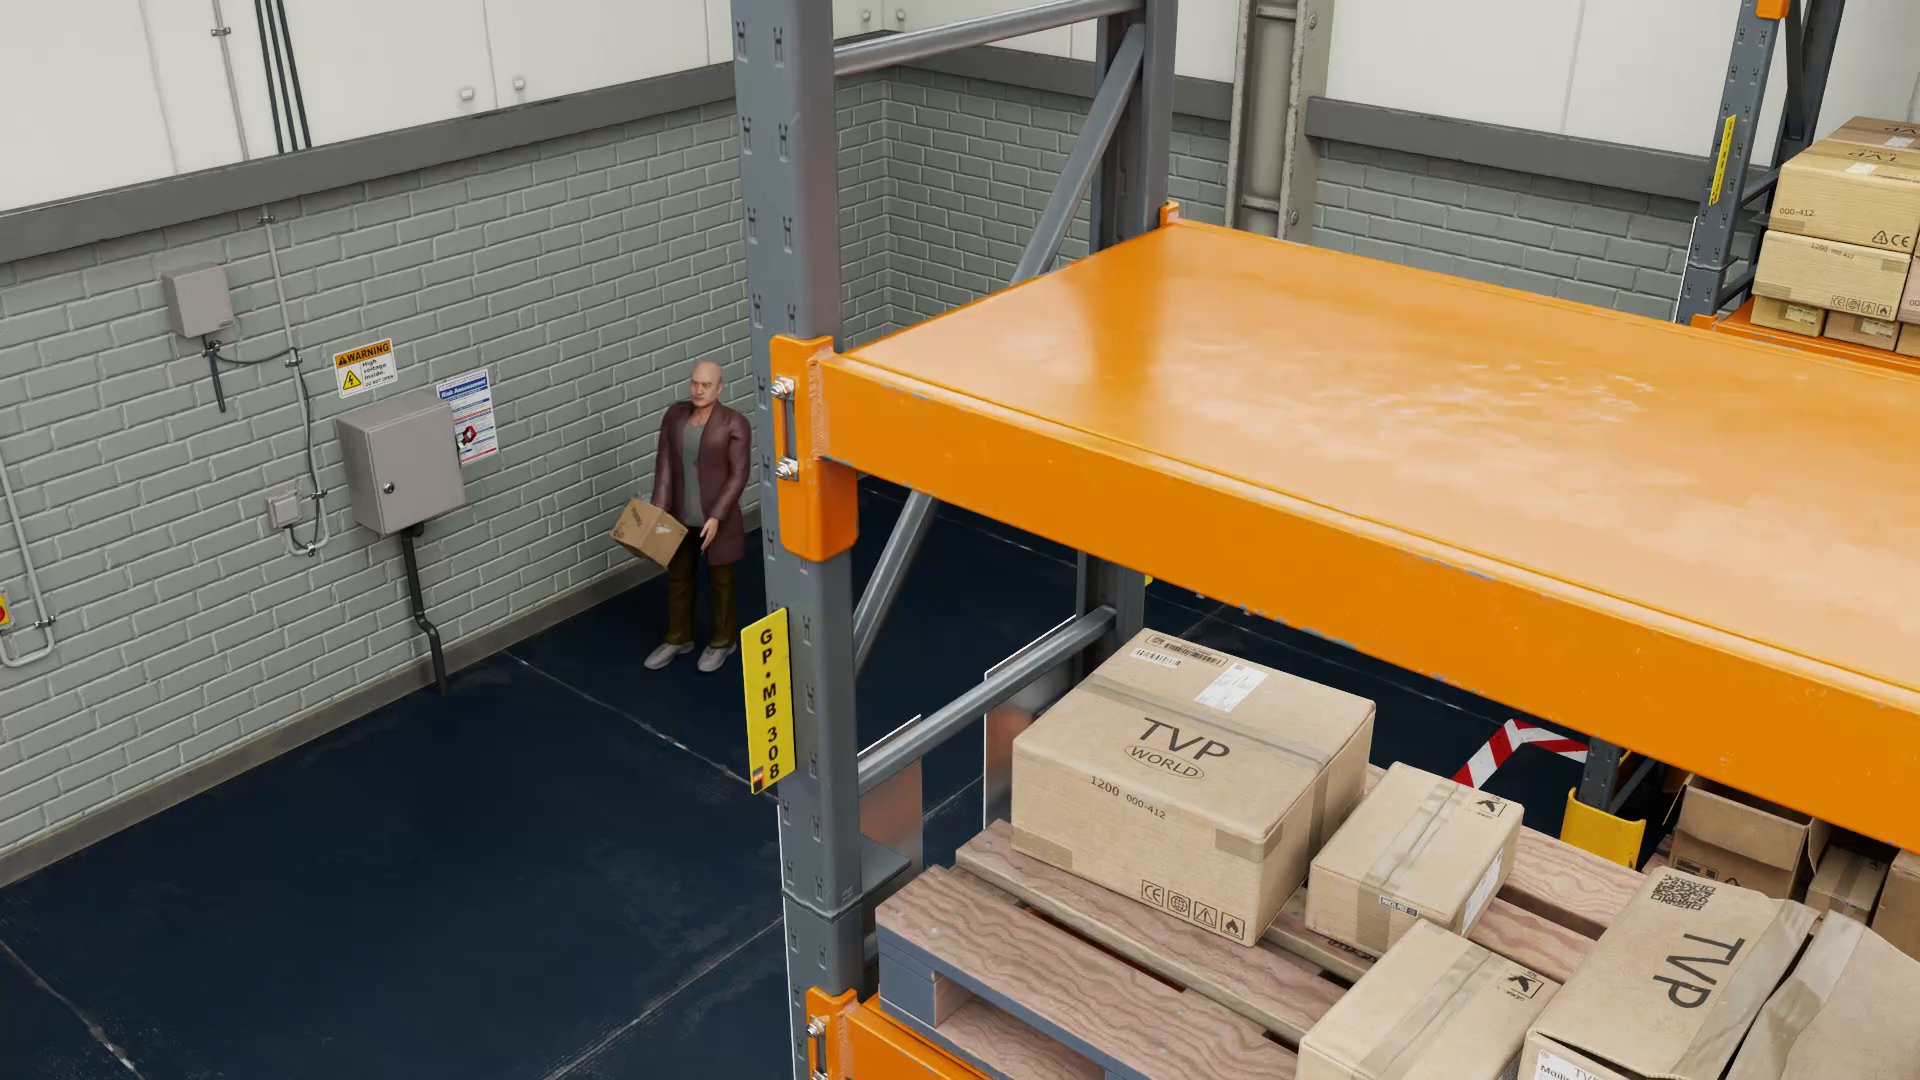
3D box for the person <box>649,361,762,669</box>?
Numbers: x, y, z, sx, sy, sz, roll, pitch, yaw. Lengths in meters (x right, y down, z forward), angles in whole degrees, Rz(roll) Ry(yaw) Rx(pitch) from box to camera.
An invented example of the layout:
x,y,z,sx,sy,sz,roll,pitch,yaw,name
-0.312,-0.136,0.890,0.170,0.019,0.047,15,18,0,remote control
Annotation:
x,y,z,sx,sy,sz,roll,pitch,yaw,name
-1.386,-0.140,9.275,0.669,1.785,0.411,-13,30,-23,person
